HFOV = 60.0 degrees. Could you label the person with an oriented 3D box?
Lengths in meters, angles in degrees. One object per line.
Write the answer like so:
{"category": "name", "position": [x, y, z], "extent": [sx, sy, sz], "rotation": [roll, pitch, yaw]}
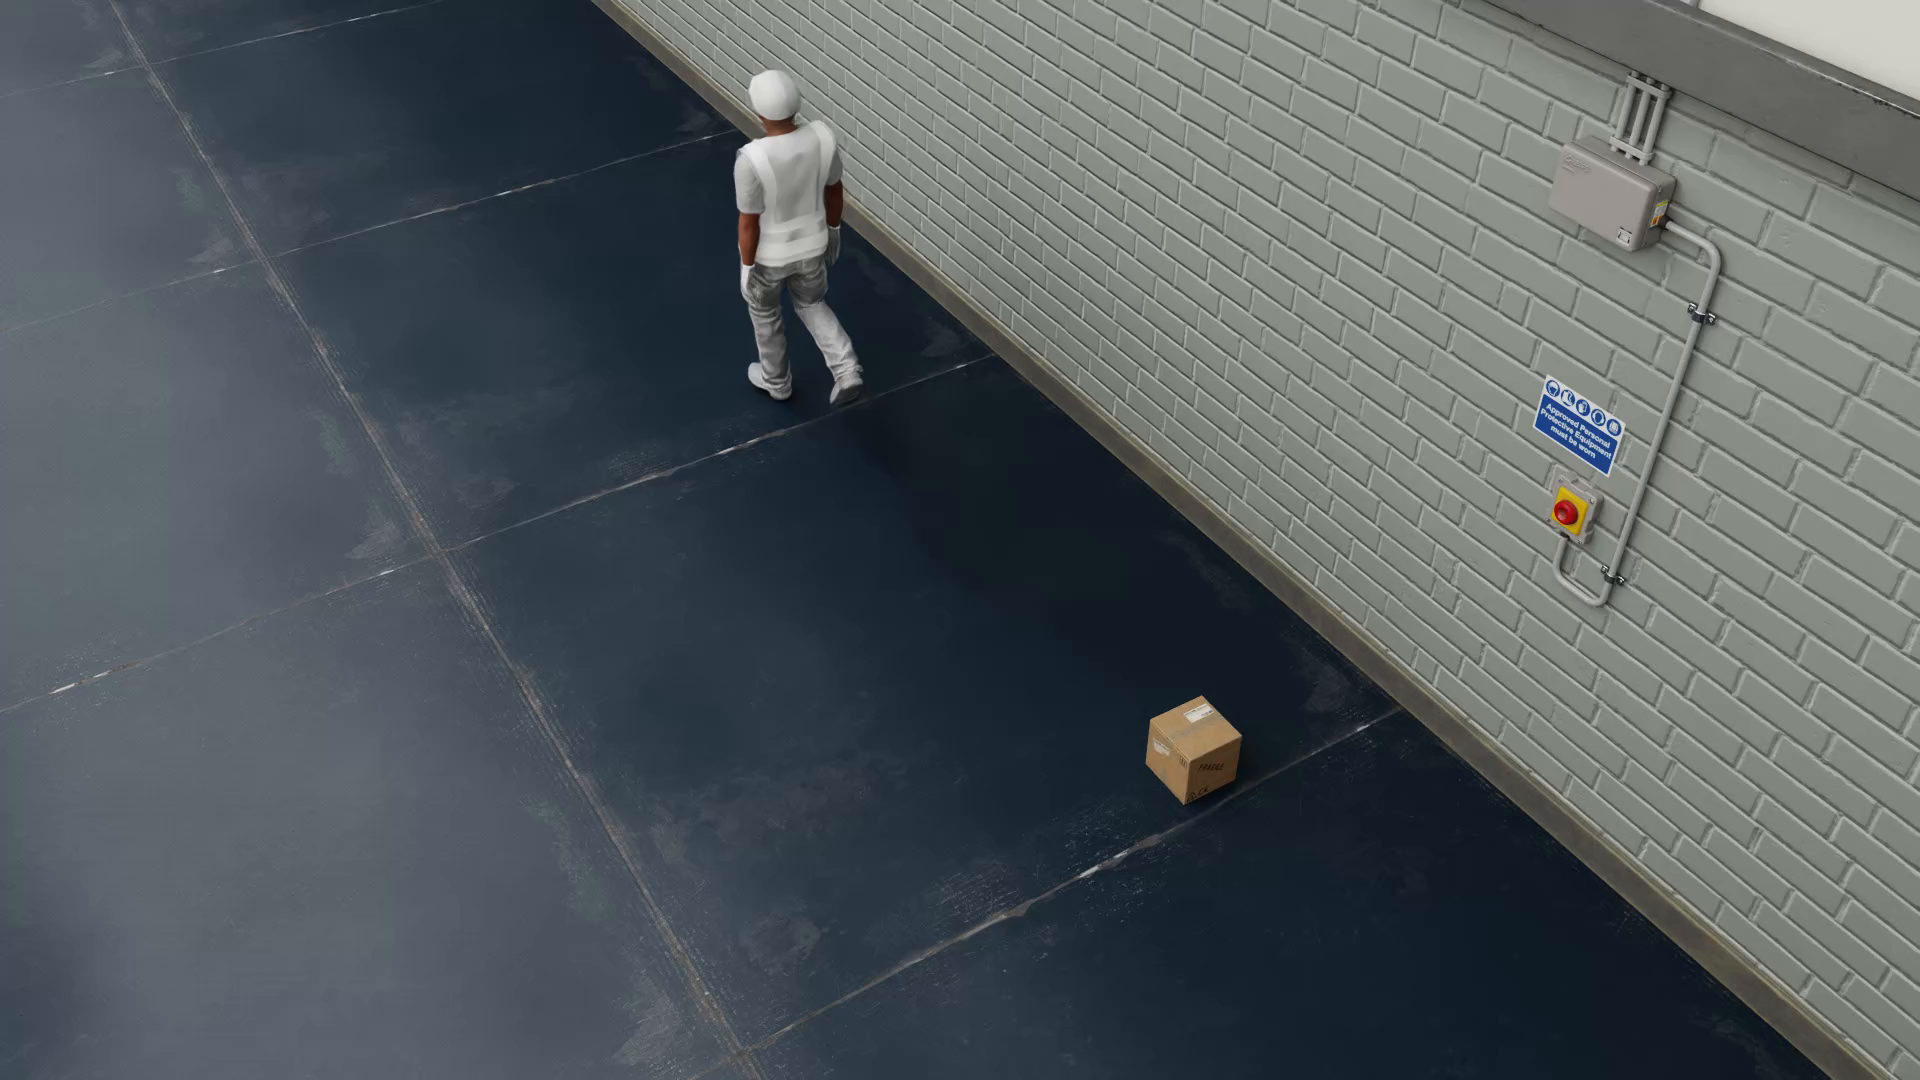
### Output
{"category": "person", "position": [-0.772, -1.350, 7.711], "extent": [0.562, 1.763, 0.773], "rotation": [-25, 46, -26]}
